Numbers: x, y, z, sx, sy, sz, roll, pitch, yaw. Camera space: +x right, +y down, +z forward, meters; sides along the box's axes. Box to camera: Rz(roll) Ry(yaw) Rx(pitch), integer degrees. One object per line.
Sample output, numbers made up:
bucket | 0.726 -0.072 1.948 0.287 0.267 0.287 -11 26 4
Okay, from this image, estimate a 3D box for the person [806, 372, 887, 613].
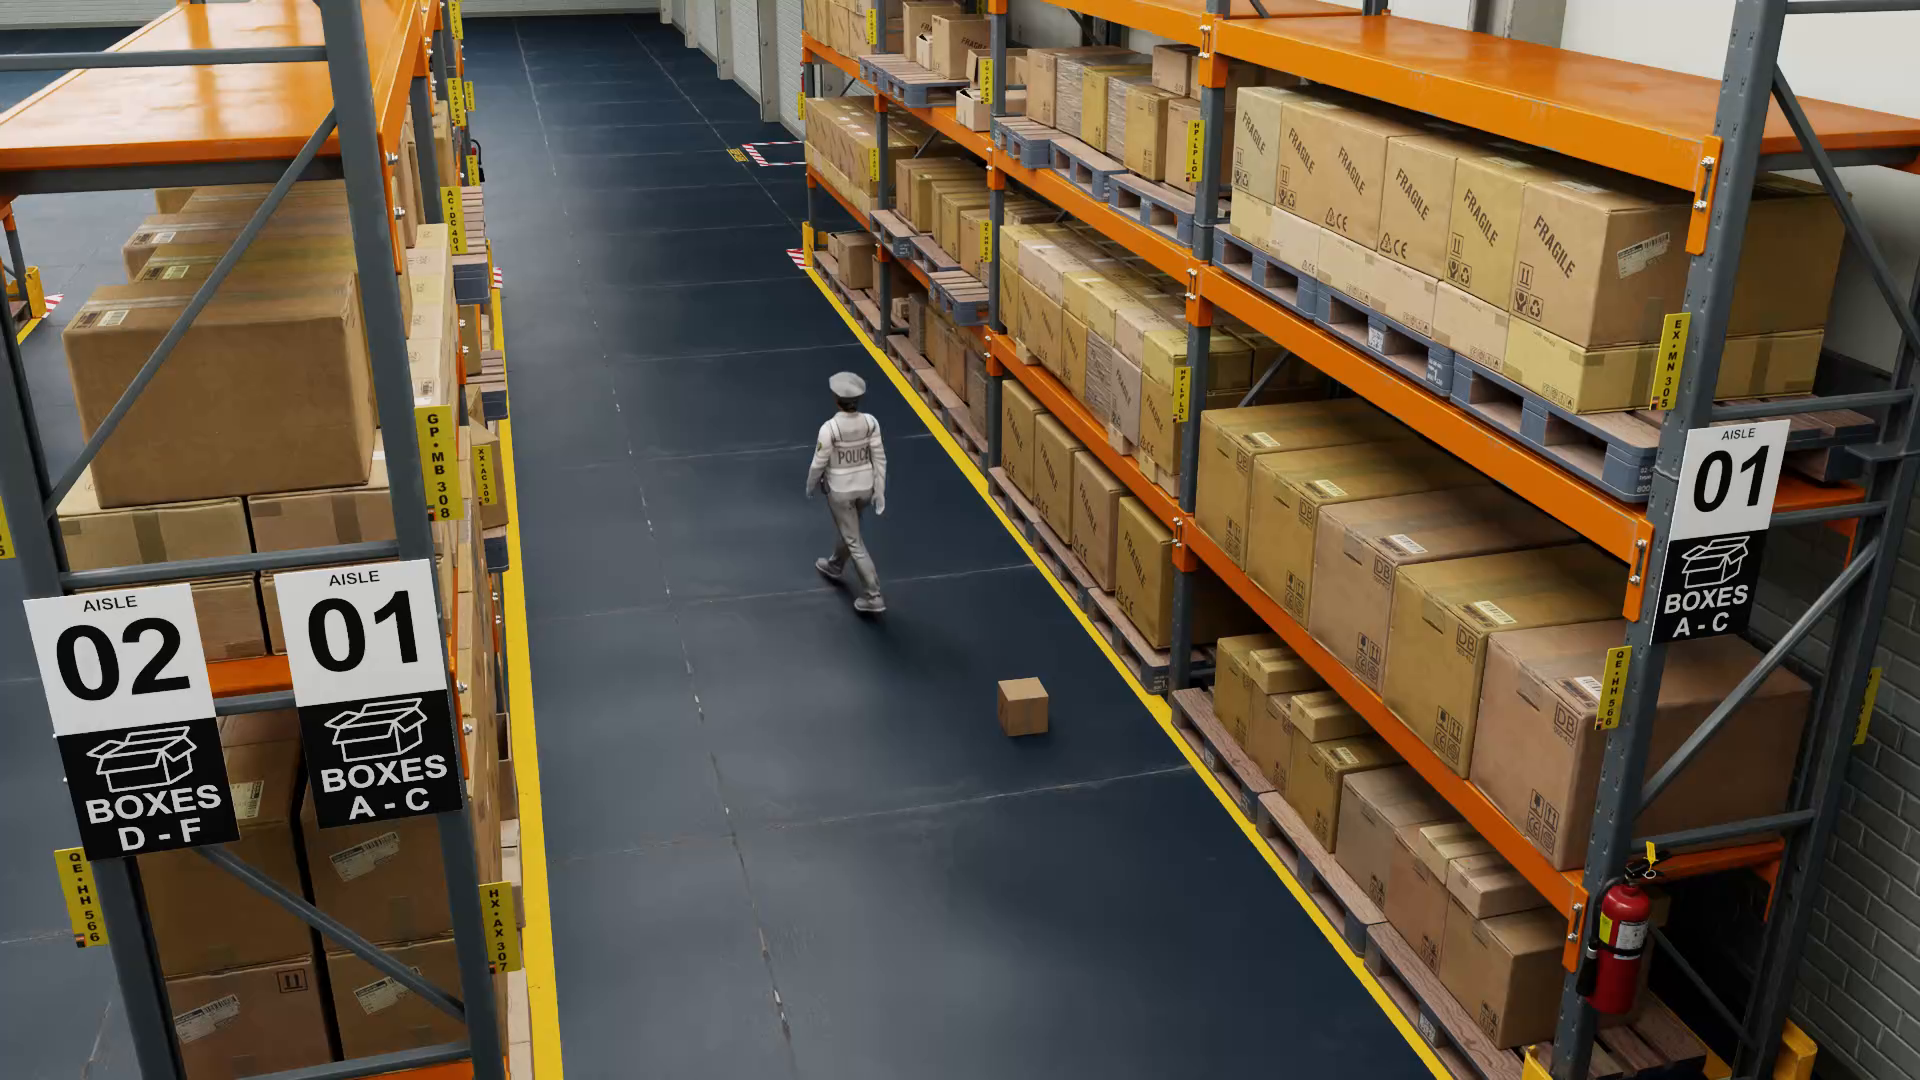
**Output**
person | -0.805 -0.377 11.453 0.496 1.621 1.020 -16 28 -33
